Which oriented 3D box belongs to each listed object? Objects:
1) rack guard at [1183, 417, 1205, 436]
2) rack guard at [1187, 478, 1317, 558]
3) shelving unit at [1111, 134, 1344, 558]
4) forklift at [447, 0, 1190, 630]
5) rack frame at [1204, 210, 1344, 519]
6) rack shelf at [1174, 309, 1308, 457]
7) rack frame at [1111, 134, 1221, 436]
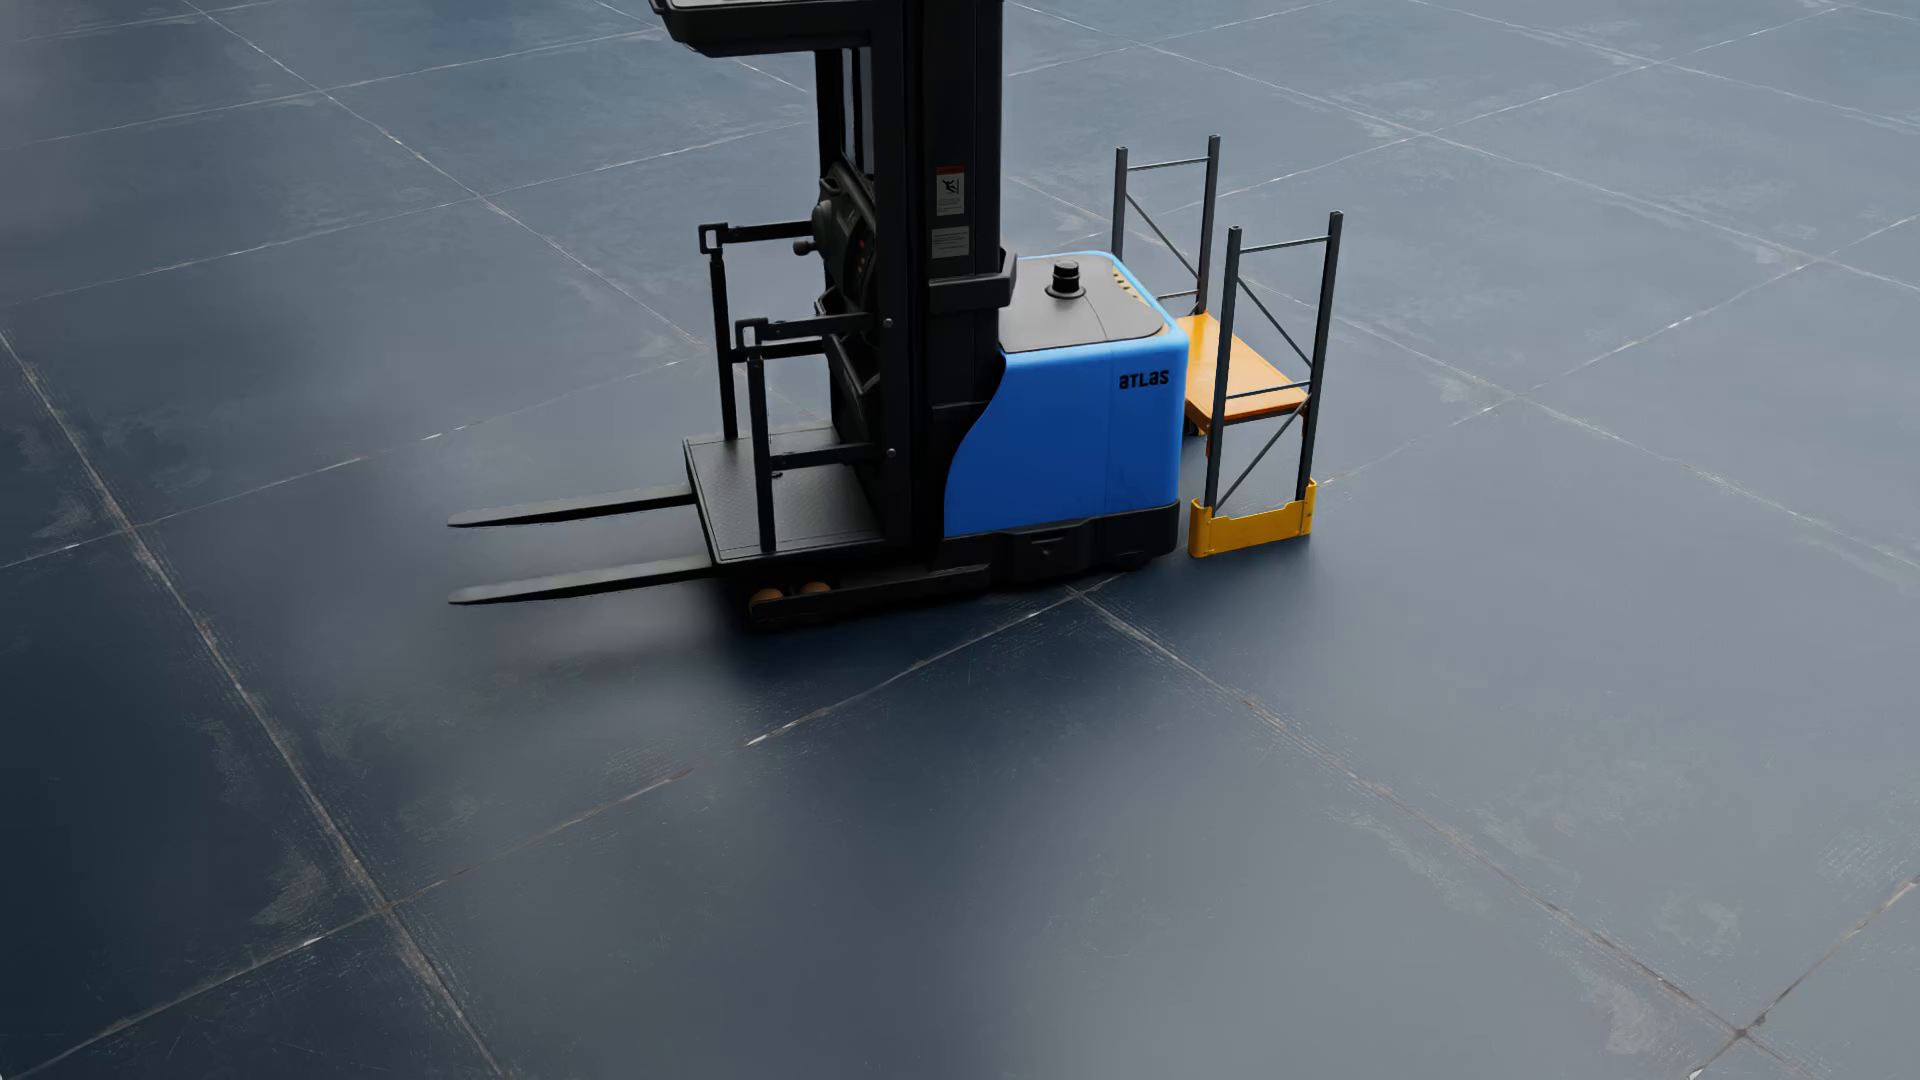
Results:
[{"bbox_3d":[0.924,-0.593,8.074,0.587,0.250,0.087,-11,34,-18],"label":"rack guard"},{"bbox_3d":[1.279,-0.101,7.283,0.587,0.250,0.087,-11,34,-18],"label":"rack guard"},{"bbox_3d":[1.102,-0.878,7.349,0.587,1.500,1.083,-11,34,-18],"label":"shelving unit"},{"bbox_3d":[-0.636,-1.188,6.491,3.031,2.935,1.130,-8,33,-13],"label":"forklift"},{"bbox_3d":[1.286,-0.623,6.938,0.500,1.500,0.032,-11,34,-18],"label":"rack frame"},{"bbox_3d":[1.105,-0.721,7.436,0.538,0.185,1.000,-11,34,-18],"label":"rack shelf"},{"bbox_3d":[0.924,-1.124,7.745,0.500,1.500,0.032,-11,34,-18],"label":"rack frame"}]
